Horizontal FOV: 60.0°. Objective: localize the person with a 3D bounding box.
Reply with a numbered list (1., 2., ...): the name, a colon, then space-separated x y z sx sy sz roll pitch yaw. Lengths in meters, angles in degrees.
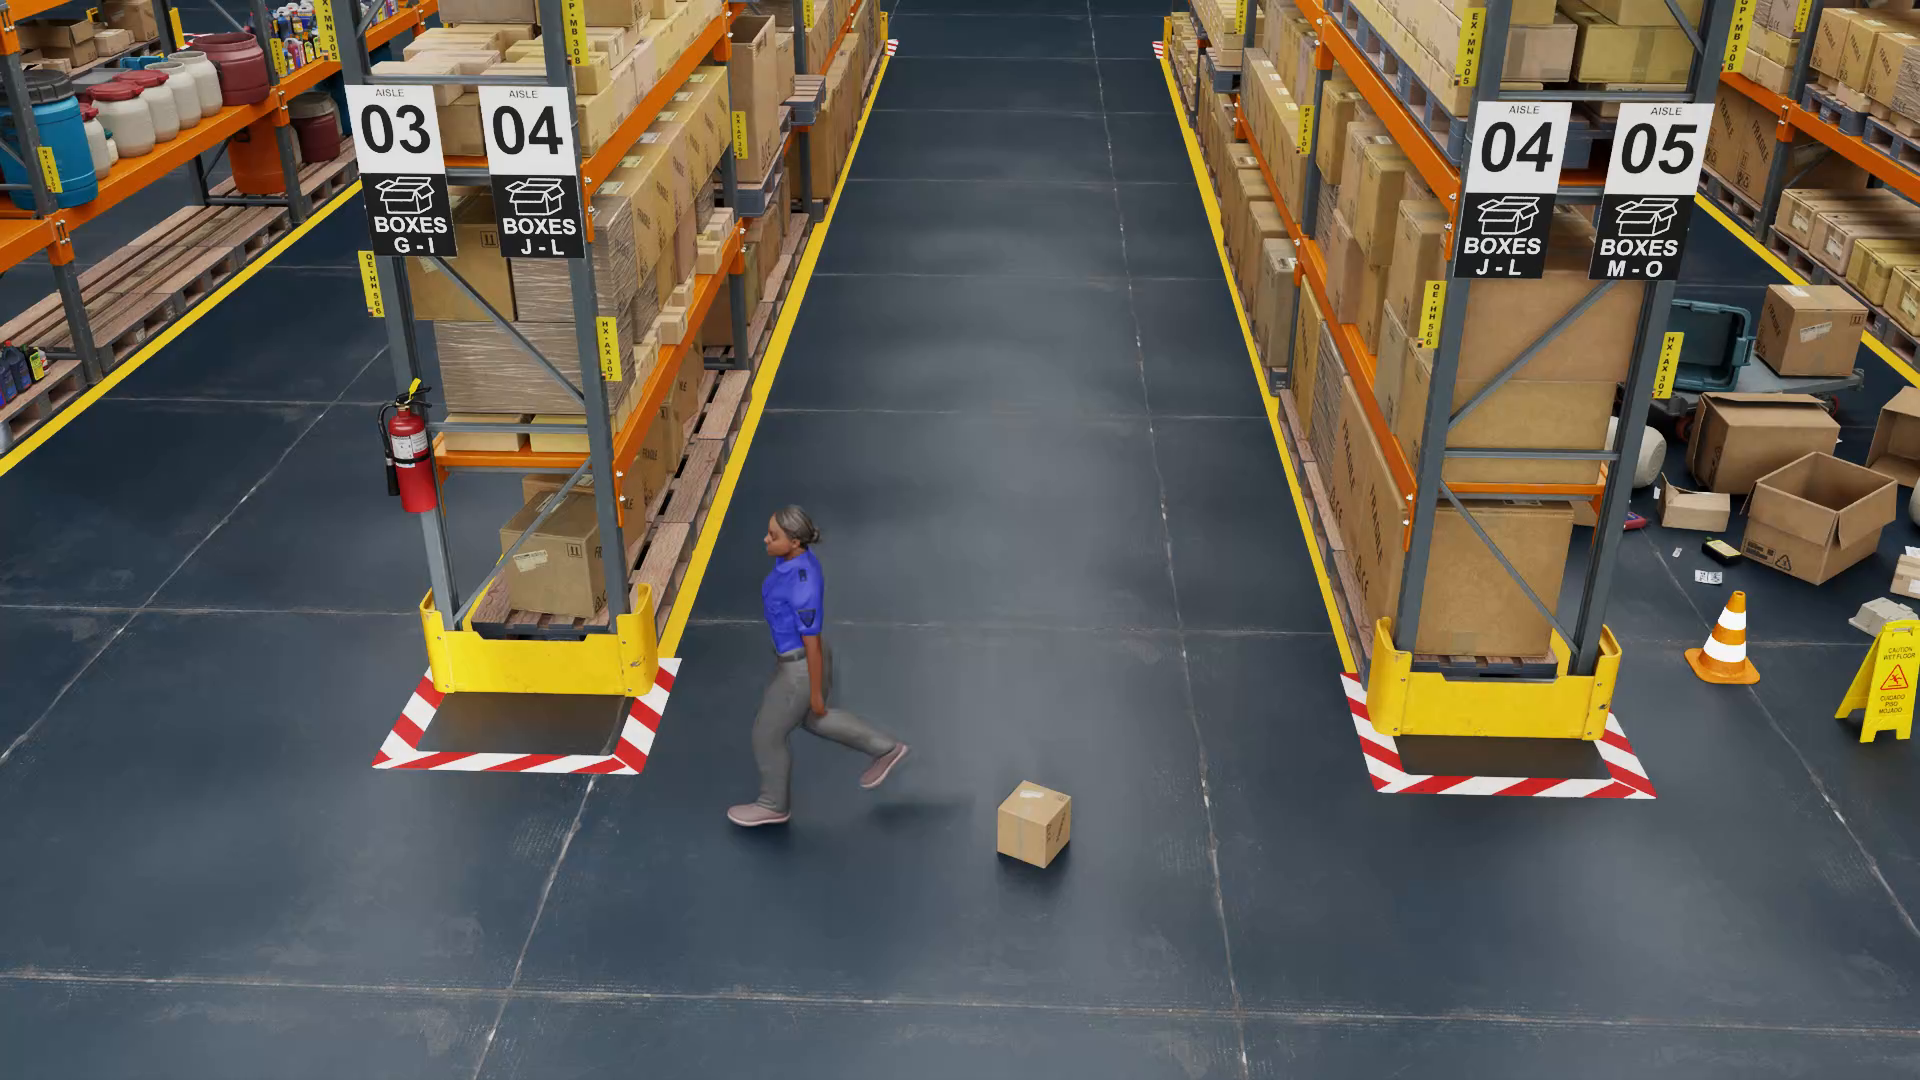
1. person: -0.755 0.559 7.544 0.691 1.632 0.455 -2 28 -4
